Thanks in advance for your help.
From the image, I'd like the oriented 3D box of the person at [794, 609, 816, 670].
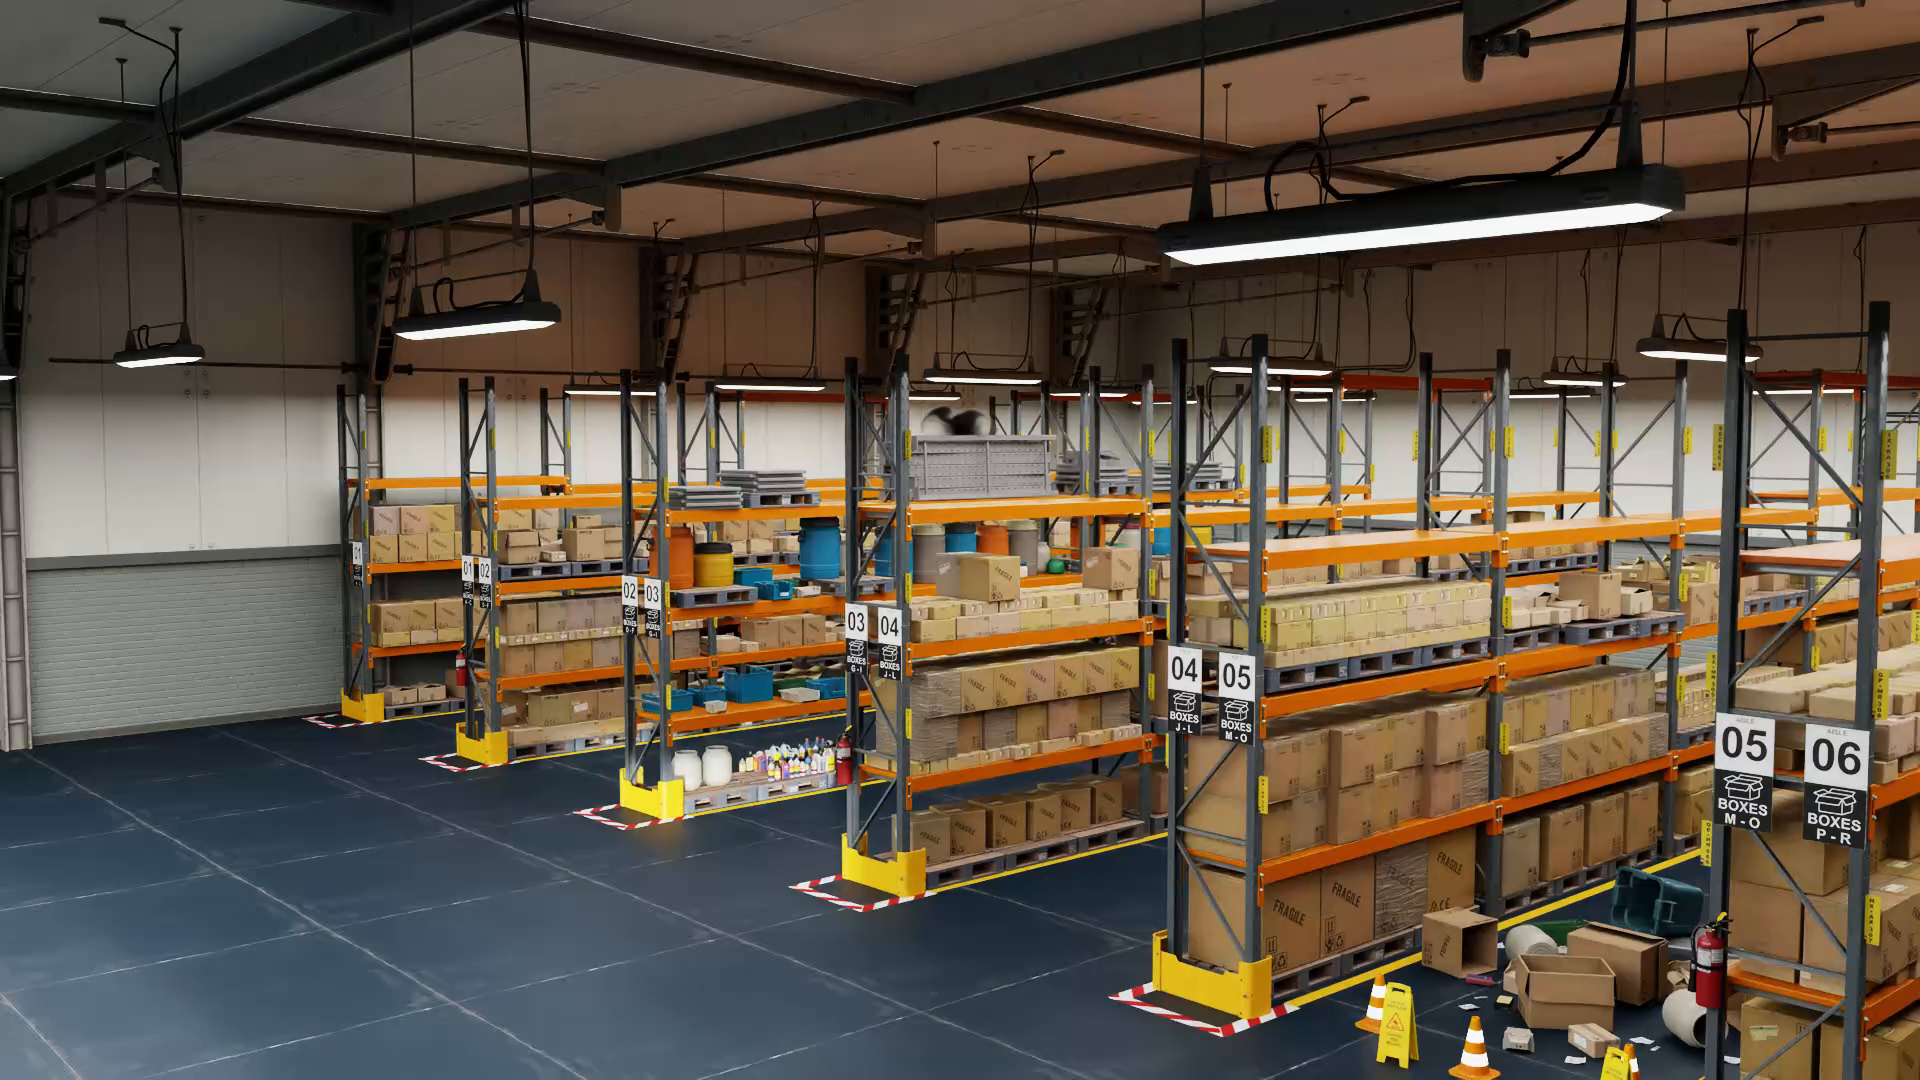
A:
[{"bbox_3d":[-3.111,2.118,33.653,0.669,1.681,0.760,3,5,40],"label":"person"}]
